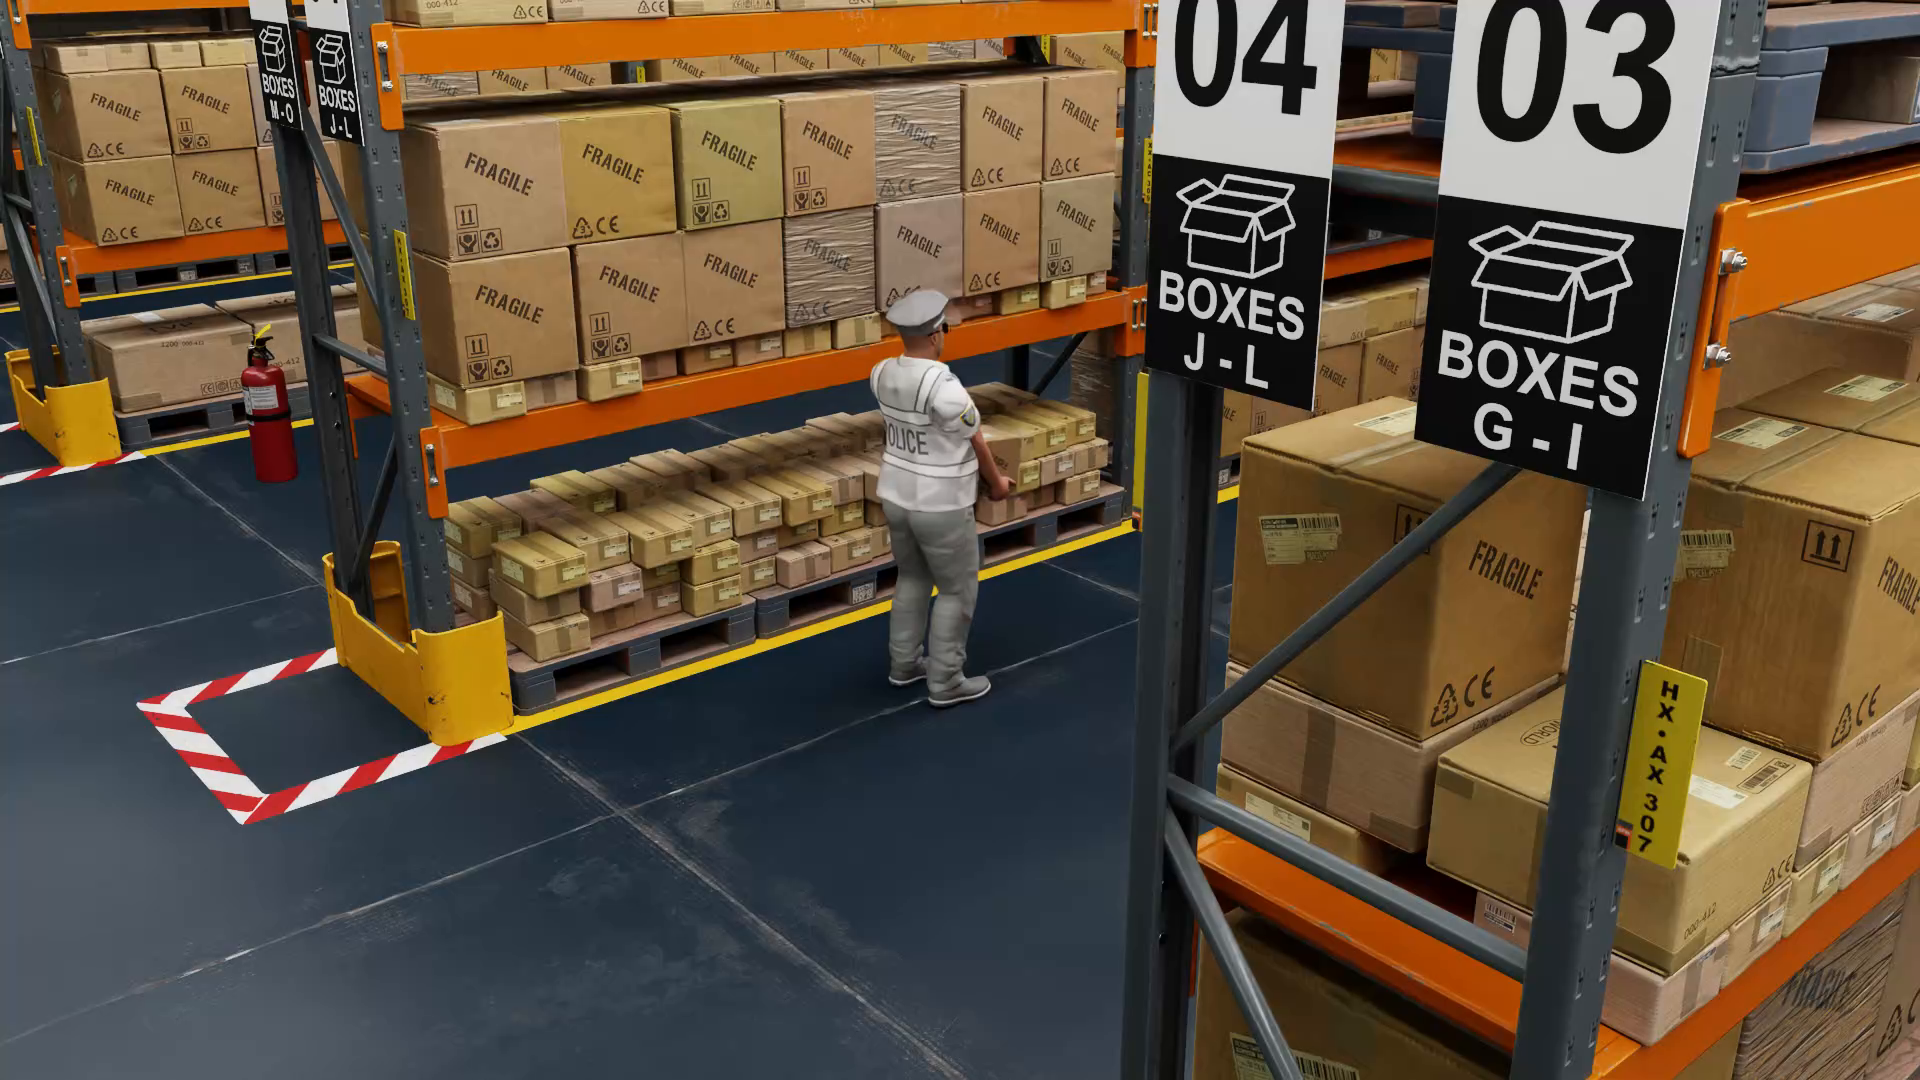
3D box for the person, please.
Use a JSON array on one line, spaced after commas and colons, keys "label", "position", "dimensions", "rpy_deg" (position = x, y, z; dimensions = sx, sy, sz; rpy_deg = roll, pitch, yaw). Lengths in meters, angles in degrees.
[{"label": "person", "position": [-0.072, -0.192, 7.055], "dimensions": [0.567, 1.772, 0.490], "rpy_deg": [-18, 27, -39]}]
